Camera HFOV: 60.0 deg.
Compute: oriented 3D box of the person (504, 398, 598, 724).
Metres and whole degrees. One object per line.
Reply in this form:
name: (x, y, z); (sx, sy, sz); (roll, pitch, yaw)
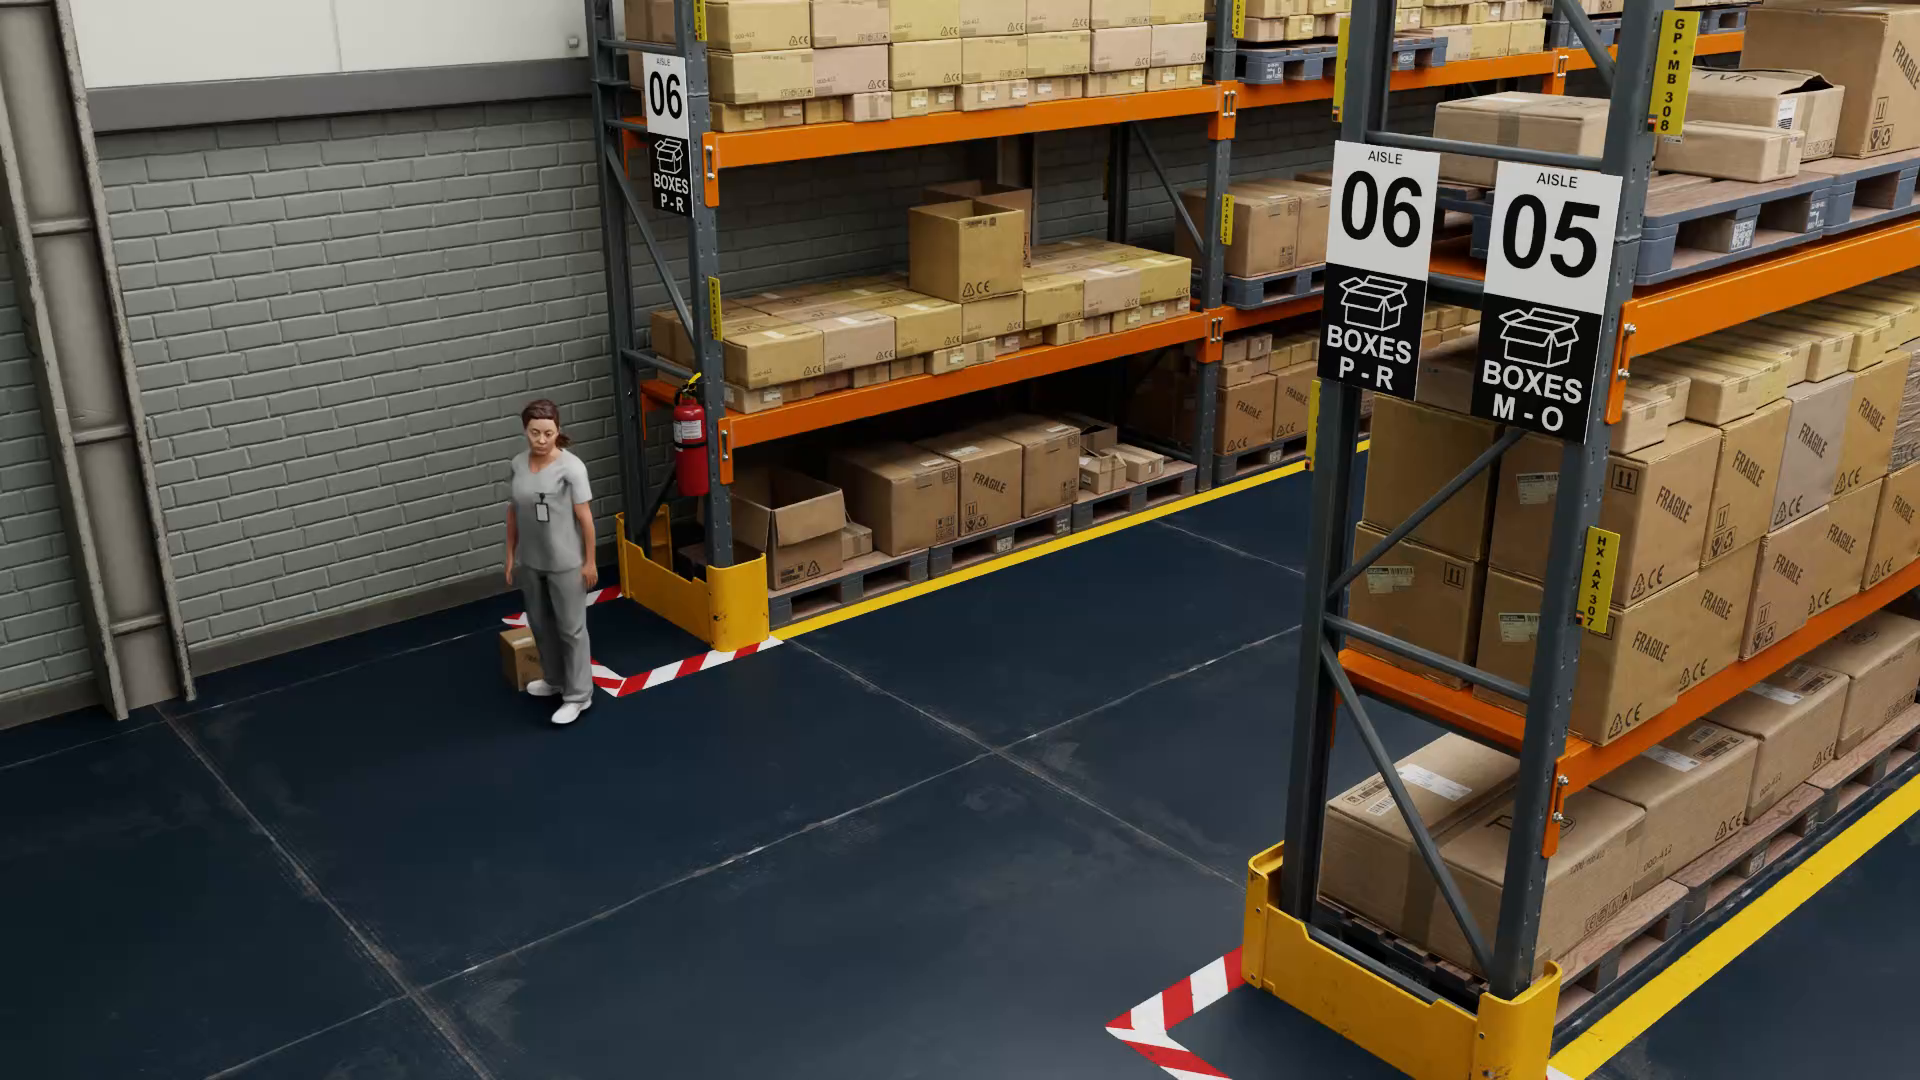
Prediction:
person: (-2.056, 0.089, 8.295); (0.582, 1.673, 0.392); (10, 23, 25)
